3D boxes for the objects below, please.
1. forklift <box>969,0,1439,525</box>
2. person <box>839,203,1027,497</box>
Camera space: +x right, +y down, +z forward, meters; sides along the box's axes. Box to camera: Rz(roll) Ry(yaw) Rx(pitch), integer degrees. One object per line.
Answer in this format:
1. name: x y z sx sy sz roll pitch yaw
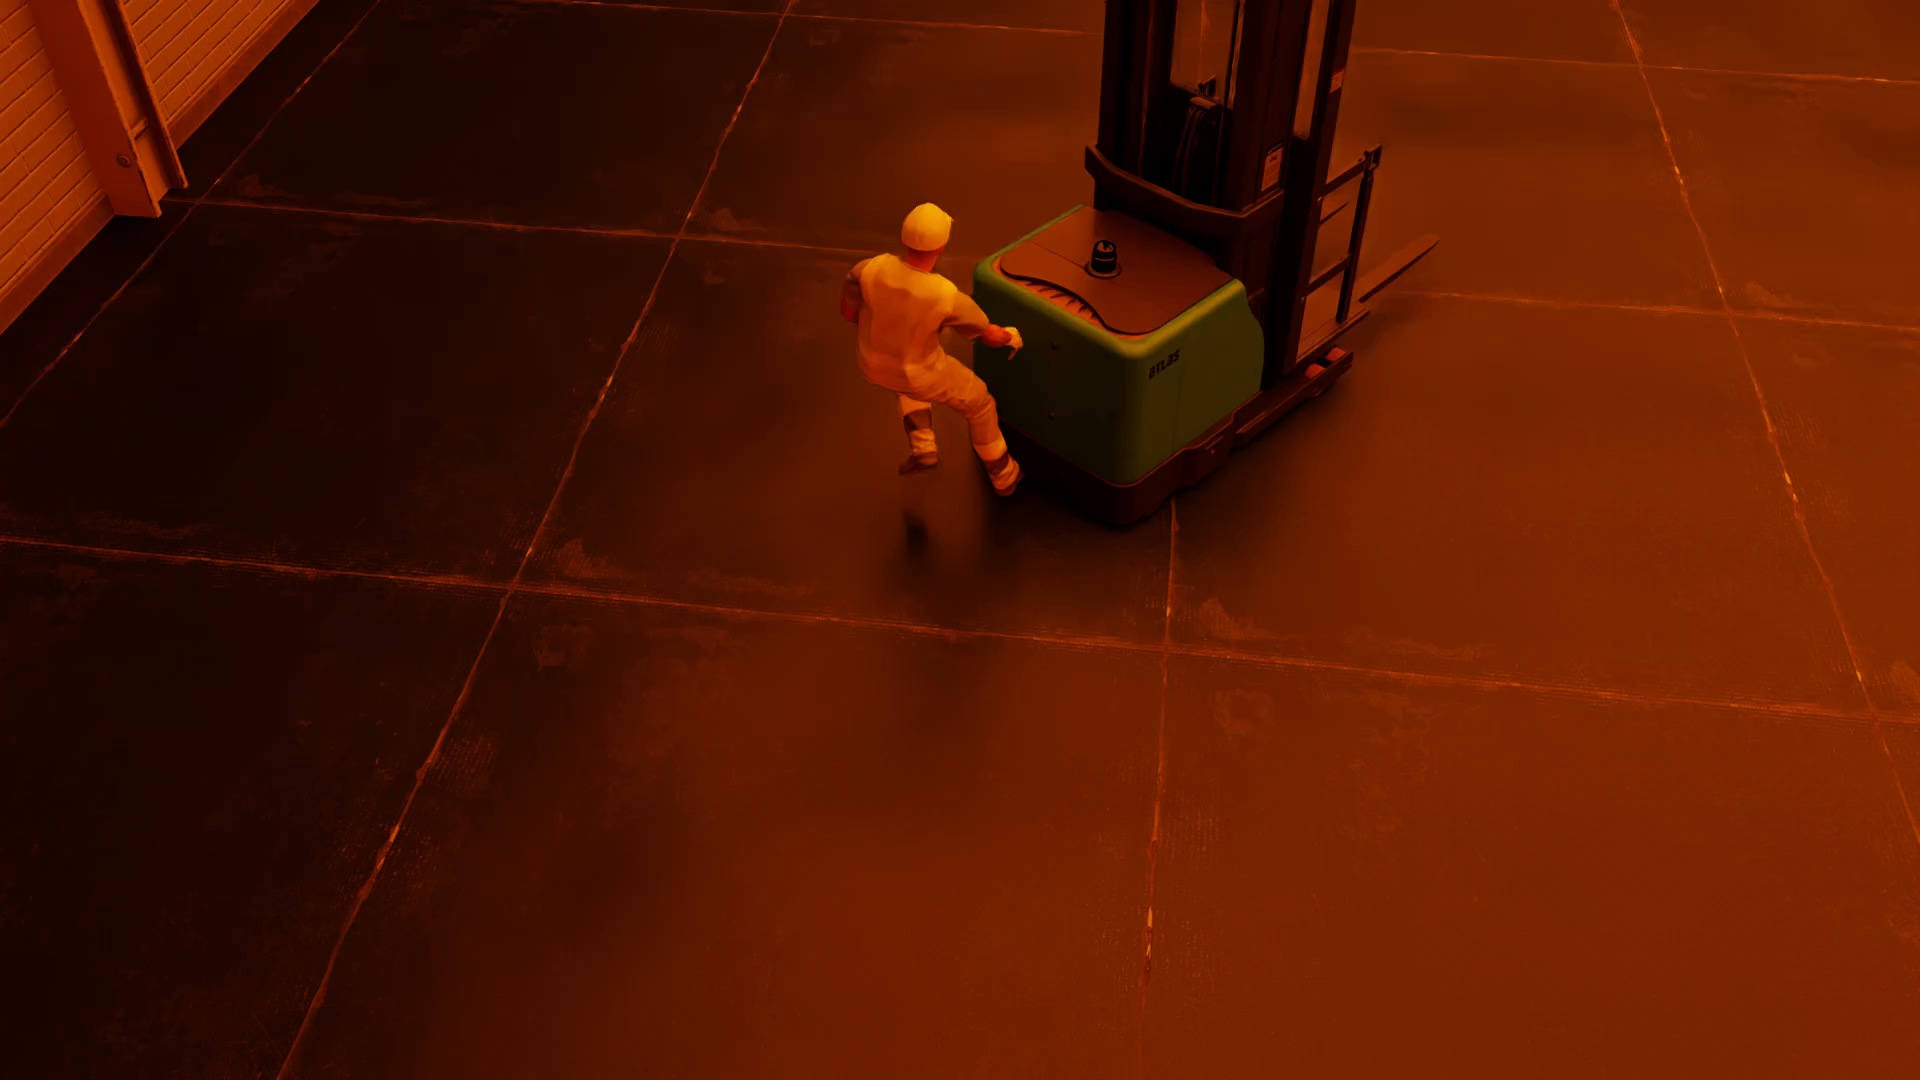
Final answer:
1. forklift: 1.430 -2.050 7.956 1.130 2.935 3.031 33 52 31
2. person: -0.117 -0.883 7.634 0.794 1.665 0.667 16 45 17
